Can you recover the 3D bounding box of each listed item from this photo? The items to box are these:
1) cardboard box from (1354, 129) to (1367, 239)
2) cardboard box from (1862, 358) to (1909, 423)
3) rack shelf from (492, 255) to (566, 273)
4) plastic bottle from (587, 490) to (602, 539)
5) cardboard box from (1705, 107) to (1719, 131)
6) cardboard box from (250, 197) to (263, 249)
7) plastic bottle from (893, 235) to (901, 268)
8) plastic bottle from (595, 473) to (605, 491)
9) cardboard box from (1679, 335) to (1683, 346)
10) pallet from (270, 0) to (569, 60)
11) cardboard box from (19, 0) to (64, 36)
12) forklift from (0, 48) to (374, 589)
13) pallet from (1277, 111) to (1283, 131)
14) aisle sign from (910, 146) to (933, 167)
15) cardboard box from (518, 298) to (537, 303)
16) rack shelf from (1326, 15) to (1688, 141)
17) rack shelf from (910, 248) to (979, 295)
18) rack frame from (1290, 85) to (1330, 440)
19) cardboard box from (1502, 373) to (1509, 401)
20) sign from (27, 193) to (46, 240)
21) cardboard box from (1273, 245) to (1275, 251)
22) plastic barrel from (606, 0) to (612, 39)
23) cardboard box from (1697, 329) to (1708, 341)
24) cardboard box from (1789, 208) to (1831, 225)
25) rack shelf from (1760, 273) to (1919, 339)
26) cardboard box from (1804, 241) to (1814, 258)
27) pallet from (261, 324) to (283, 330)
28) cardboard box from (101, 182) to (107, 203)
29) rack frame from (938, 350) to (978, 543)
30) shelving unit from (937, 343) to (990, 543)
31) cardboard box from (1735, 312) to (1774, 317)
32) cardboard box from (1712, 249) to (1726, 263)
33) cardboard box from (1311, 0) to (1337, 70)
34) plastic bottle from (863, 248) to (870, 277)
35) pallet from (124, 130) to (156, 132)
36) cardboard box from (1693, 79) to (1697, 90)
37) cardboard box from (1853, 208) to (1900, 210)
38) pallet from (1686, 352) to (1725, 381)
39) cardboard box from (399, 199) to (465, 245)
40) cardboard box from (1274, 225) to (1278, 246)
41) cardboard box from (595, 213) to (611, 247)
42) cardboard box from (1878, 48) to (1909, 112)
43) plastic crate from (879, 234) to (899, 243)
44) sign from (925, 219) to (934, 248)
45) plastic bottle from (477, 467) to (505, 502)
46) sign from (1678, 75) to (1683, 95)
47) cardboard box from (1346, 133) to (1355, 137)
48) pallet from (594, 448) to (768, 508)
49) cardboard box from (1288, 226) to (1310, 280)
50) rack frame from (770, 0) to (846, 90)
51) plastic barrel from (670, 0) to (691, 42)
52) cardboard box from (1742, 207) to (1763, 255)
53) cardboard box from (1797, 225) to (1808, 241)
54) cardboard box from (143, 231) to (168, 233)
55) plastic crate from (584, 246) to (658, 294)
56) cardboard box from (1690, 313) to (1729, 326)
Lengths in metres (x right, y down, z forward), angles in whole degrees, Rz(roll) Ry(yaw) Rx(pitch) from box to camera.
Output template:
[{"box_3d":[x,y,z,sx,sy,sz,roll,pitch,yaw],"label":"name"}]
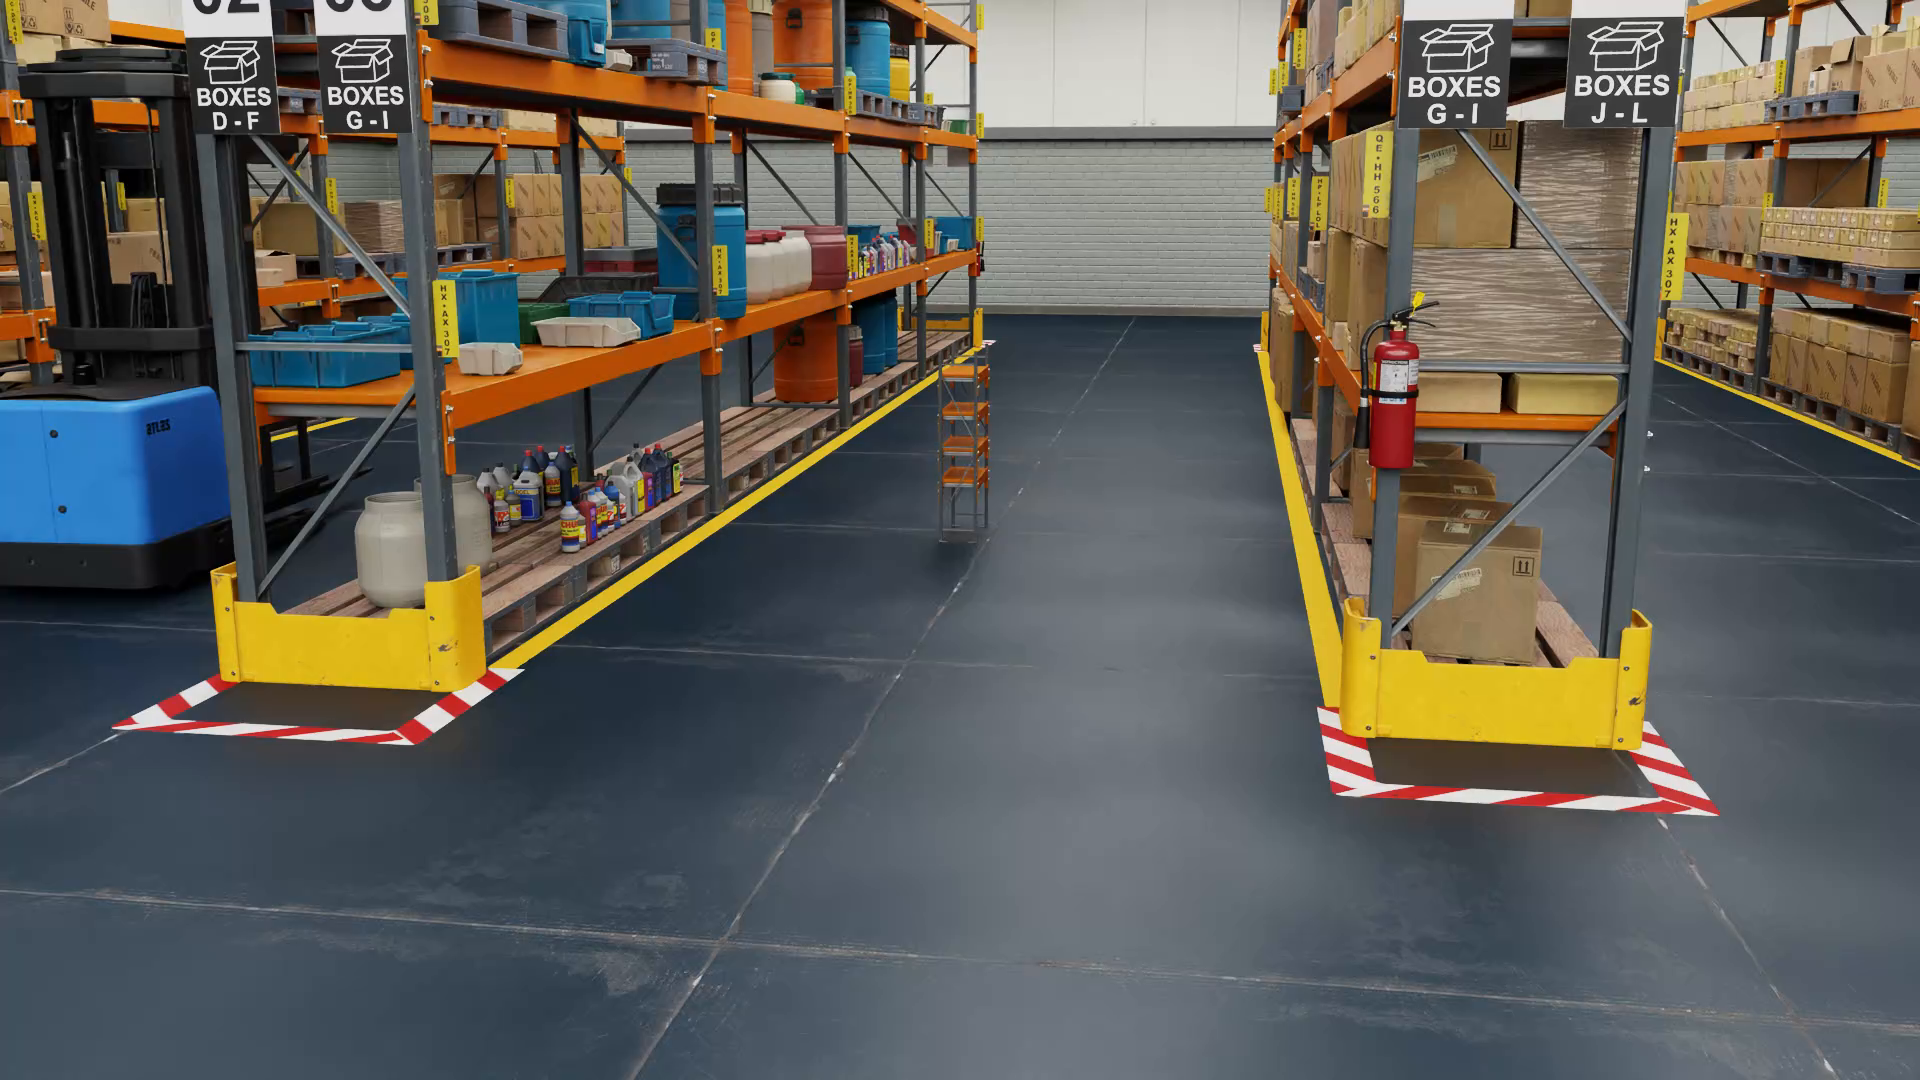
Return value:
[{"box_3d":[2.148,-1.681,7.857,0.500,0.500,0.500,2,12,9],"label":"cardboard box"},{"box_3d":[8.116,-1.280,14.247,0.500,0.500,0.500,2,12,8],"label":"cardboard box"},{"box_3d":[-5.477,-3.552,21.561,1.077,0.370,4.000,2,12,9],"label":"rack shelf"},{"box_3d":[-2.097,-0.148,9.491,0.097,0.271,0.097,0,12,0],"label":"plastic bottle"},{"box_3d":[9.030,-4.907,19.378,0.500,0.250,0.500,1,12,7],"label":"cardboard box"},{"box_3d":[-10.235,-4.368,22.928,0.980,0.700,0.700,2,12,8],"label":"cardboard box"},{"box_3d":[-0.709,-3.100,17.873,0.144,0.351,0.185,2,12,9],"label":"plastic bottle"},{"box_3d":[-2.149,-0.267,10.014,0.061,0.283,0.133,2,12,9],"label":"plastic bottle"},{"box_3d":[9.147,-2.472,20.614,0.380,0.149,0.250,2,12,8],"label":"cardboard box"},{"box_3d":[-2.513,-2.371,7.702,1.003,0.211,1.213,2,12,9],"label":"pallet"},{"box_3d":[-6.882,-3.914,11.992,0.500,0.500,0.500,2,12,9],"label":"cardboard box"},{"box_3d":[-4.680,-1.425,10.149,1.130,2.935,3.031,1,12,6],"label":"forklift"},{"box_3d":[4.514,-5.266,20.899,1.003,0.211,1.213,2,12,9],"label":"pallet"},{"box_3d":[-0.558,-5.454,22.509,0.394,0.787,0.004,2,12,9],"label":"aisle sign"},{"box_3d":[-5.501,-2.873,21.586,0.797,0.503,0.637,2,12,9],"label":"cardboard box"},{"box_3d":[2.465,-2.198,8.161,1.077,0.370,4.000,2,12,9],"label":"rack shelf"},{"box_3d":[-0.584,-3.390,20.813,1.077,0.370,4.000,2,12,9],"label":"rack shelf"},{"box_3d":[3.388,-2.333,14.197,1.000,3.000,0.127,2,12,9],"label":"rack frame"},{"box_3d":[2.494,-0.647,6.974,0.380,0.149,0.250,2,12,9],"label":"cardboard box"},{"box_3d":[-6.467,-2.266,11.645,0.100,0.325,0.005,2,12,9],"label":"sign"},{"box_3d":[4.042,-3.544,20.415,0.380,0.149,0.250,2,12,8],"label":"cardboard box"},{"box_3d":[-2.382,-3.303,10.319,0.421,0.512,0.421,0,12,0],"label":"plastic barrel"},{"box_3d":[9.027,-2.455,19.830,0.380,0.149,0.250,1,12,6],"label":"cardboard box"},{"box_3d":[8.254,-3.126,16.067,0.380,0.149,0.250,2,12,8],"label":"cardboard box"},{"box_3d":[8.581,-2.215,15.361,1.077,0.370,4.000,2,12,9],"label":"rack shelf"},{"box_3d":[8.178,-2.727,15.626,0.380,0.149,0.250,2,12,8],"label":"cardboard box"},{"box_3d":[-10.111,-2.947,23.668,1.003,0.211,1.213,2,12,9],"label":"pallet"},{"box_3d":[-10.499,-4.112,19.682,0.500,0.250,0.500,2,12,10],"label":"cardboard box"},{"box_3d":[-0.012,-0.570,10.291,0.240,1.200,0.015,2,12,9],"label":"rack frame"},{"box_3d":[0.025,-0.621,10.527,0.258,1.200,0.503,2,12,9],"label":"shelving unit"},{"box_3d":[9.663,-2.692,20.221,0.380,0.149,0.250,2,12,7],"label":"cardboard box"},{"box_3d":[8.870,-3.255,19.076,0.380,0.149,0.250,2,12,10],"label":"cardboard box"},{"box_3d":[2.909,-3.792,12.426,0.500,0.500,0.500,2,12,7],"label":"cardboard box"},{"box_3d":[-0.933,-2.725,16.325,0.097,0.271,0.097,0,12,0],"label":"plastic bottle"},{"box_3d":[-10.354,-5.493,21.952,1.003,0.211,1.213,2,12,9],"label":"pallet"},{"box_3d":[9.229,-5.588,20.407,0.380,0.149,0.250,2,12,8],"label":"cardboard box"},{"box_3d":[8.937,-3.157,16.211,0.380,0.149,0.250,1,12,7],"label":"cardboard box"},{"box_3d":[9.142,-2.016,19.347,1.003,0.211,1.213,2,12,9],"label":"pallet"},{"box_3d":[-6.079,-3.650,19.075,0.700,0.500,0.500,-2,12,-10],"label":"cardboard box"},{"box_3d":[4.048,-3.657,19.993,0.500,0.250,0.500,2,12,8],"label":"cardboard box"},{"box_3d":[-5.046,-4.158,22.431,0.500,0.500,0.500,2,12,9],"label":"cardboard box"},{"box_3d":[8.174,-3.898,14.102,0.500,0.500,0.500,2,12,9],"label":"cardboard box"},{"box_3d":[-0.888,-3.729,20.929,0.416,0.233,0.300,2,12,9],"label":"plastic crate"},{"box_3d":[-0.348,-3.443,18.691,0.100,0.325,0.005,2,12,9],"label":"sign"},{"box_3d":[-2.779,-0.259,9.821,0.144,0.351,0.185,2,12,11],"label":"plastic bottle"},{"box_3d":[8.967,-5.727,20.754,0.100,0.325,0.005,2,12,9],"label":"sign"},{"box_3d":[3.033,-2.159,10.972,1.000,1.000,1.000,2,12,9],"label":"cardboard box"},{"box_3d":[-2.039,-0.462,12.136,1.003,0.211,1.213,2,12,9],"label":"pallet"},{"box_3d":[3.378,-2.704,15.683,0.500,0.500,0.500,1,12,7],"label":"cardboard box"},{"box_3d":[-1.506,-5.426,14.309,1.000,3.000,0.127,2,12,9],"label":"rack frame"},{"box_3d":[-2.157,-3.621,11.864,0.600,0.901,0.600,0,12,0],"label":"plastic barrel"},{"box_3d":[8.683,-3.288,17.685,0.500,0.500,0.500,2,12,9],"label":"cardboard box"},{"box_3d":[8.217,-2.926,15.845,0.380,0.149,0.250,2,12,11],"label":"cardboard box"},{"box_3d":[-6.642,-2.353,14.056,0.500,0.500,0.500,1,12,6],"label":"cardboard box"},{"box_3d":[-2.349,-1.802,11.585,0.402,0.464,0.583,2,12,9],"label":"plastic crate"},{"box_3d":[9.042,-2.657,20.059,0.380,0.149,0.250,1,12,6],"label":"cardboard box"}]
